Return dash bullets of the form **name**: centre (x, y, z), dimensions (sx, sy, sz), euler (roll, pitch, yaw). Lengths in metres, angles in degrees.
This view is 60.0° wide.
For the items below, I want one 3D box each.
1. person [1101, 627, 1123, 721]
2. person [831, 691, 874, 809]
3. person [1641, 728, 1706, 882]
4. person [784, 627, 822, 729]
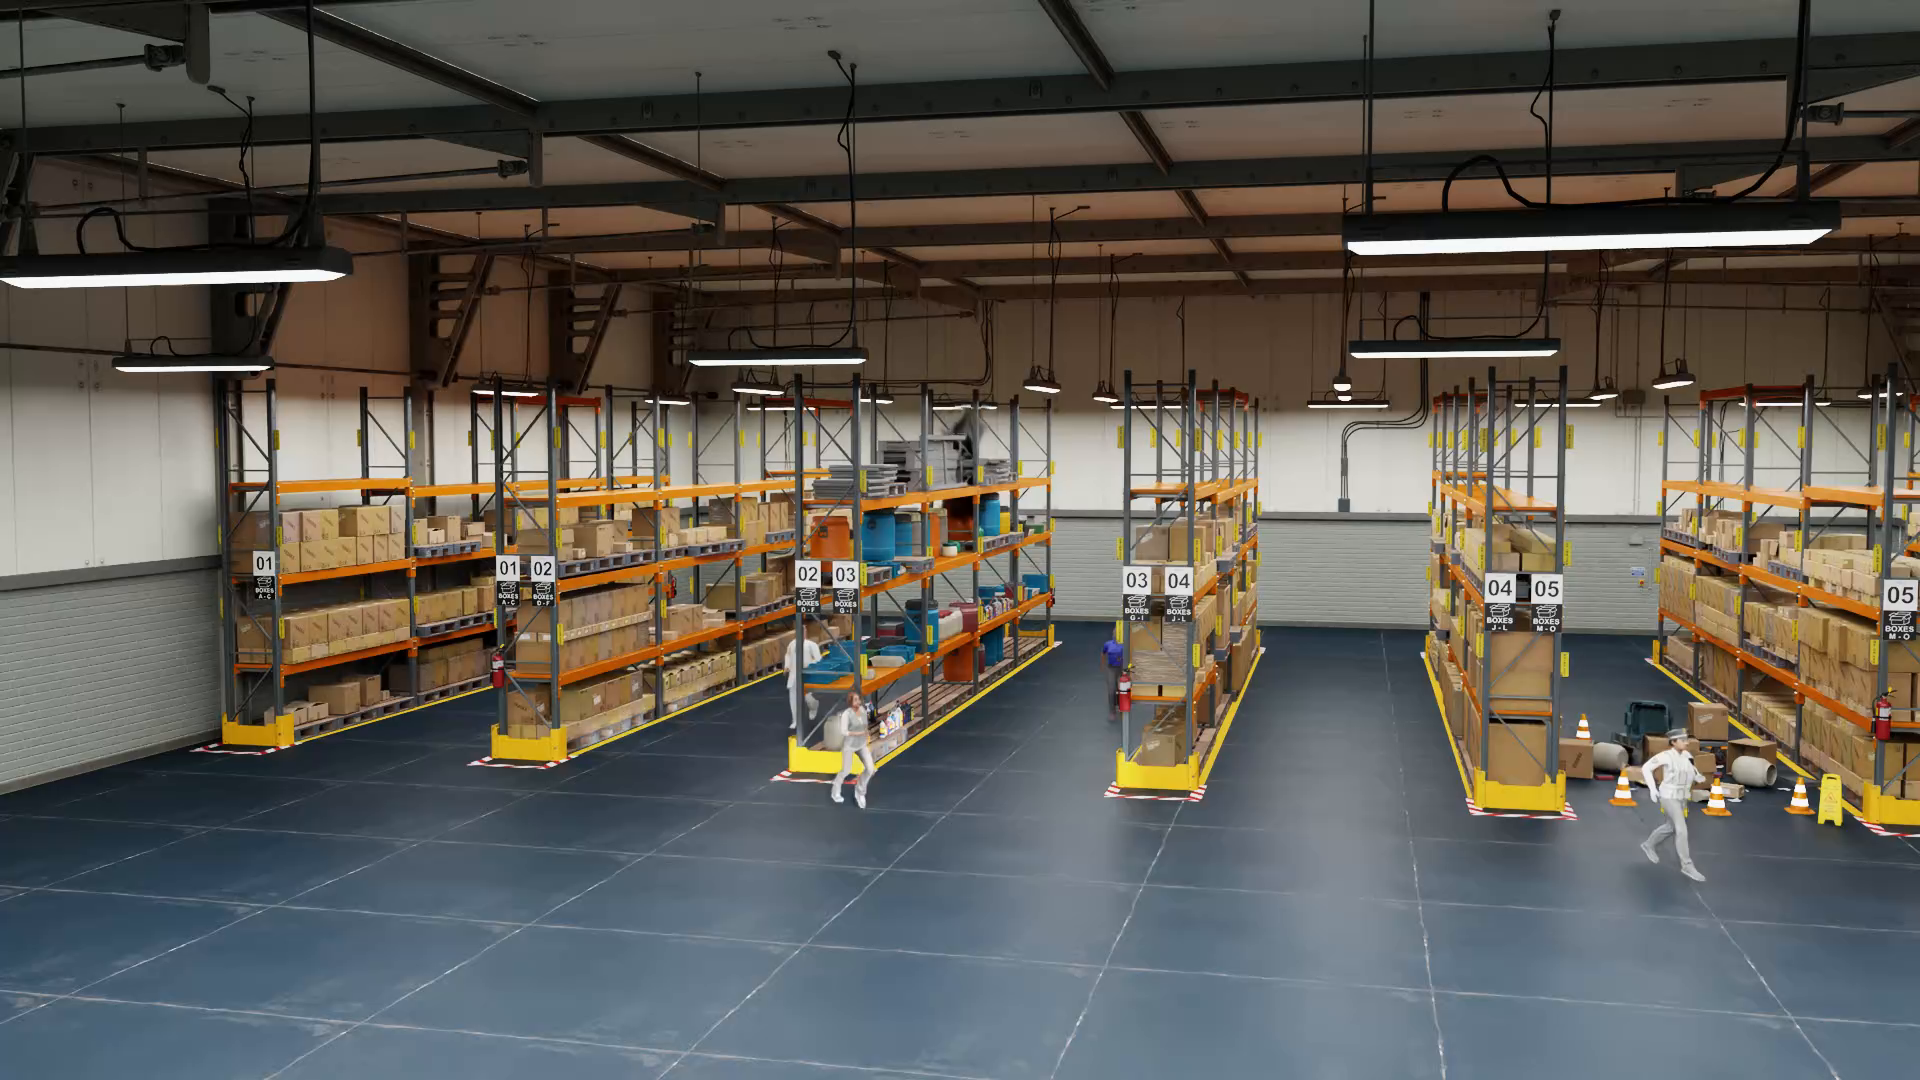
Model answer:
- **person**: centre (2.803, 2.377, 29.805), dimensions (0.583, 1.633, 0.894), euler (1, 3, 9)
- **person**: centre (-1.426, 2.843, 22.618), dimensions (0.545, 1.597, 0.815), euler (-2, 4, -36)
- **person**: centre (8.208, 2.983, 19.115), dimensions (0.600, 1.699, 0.908), euler (-2, 4, -28)
- **person**: centre (-2.764, 2.379, 28.993), dimensions (0.743, 1.751, 0.869), euler (1, 4, 18)
